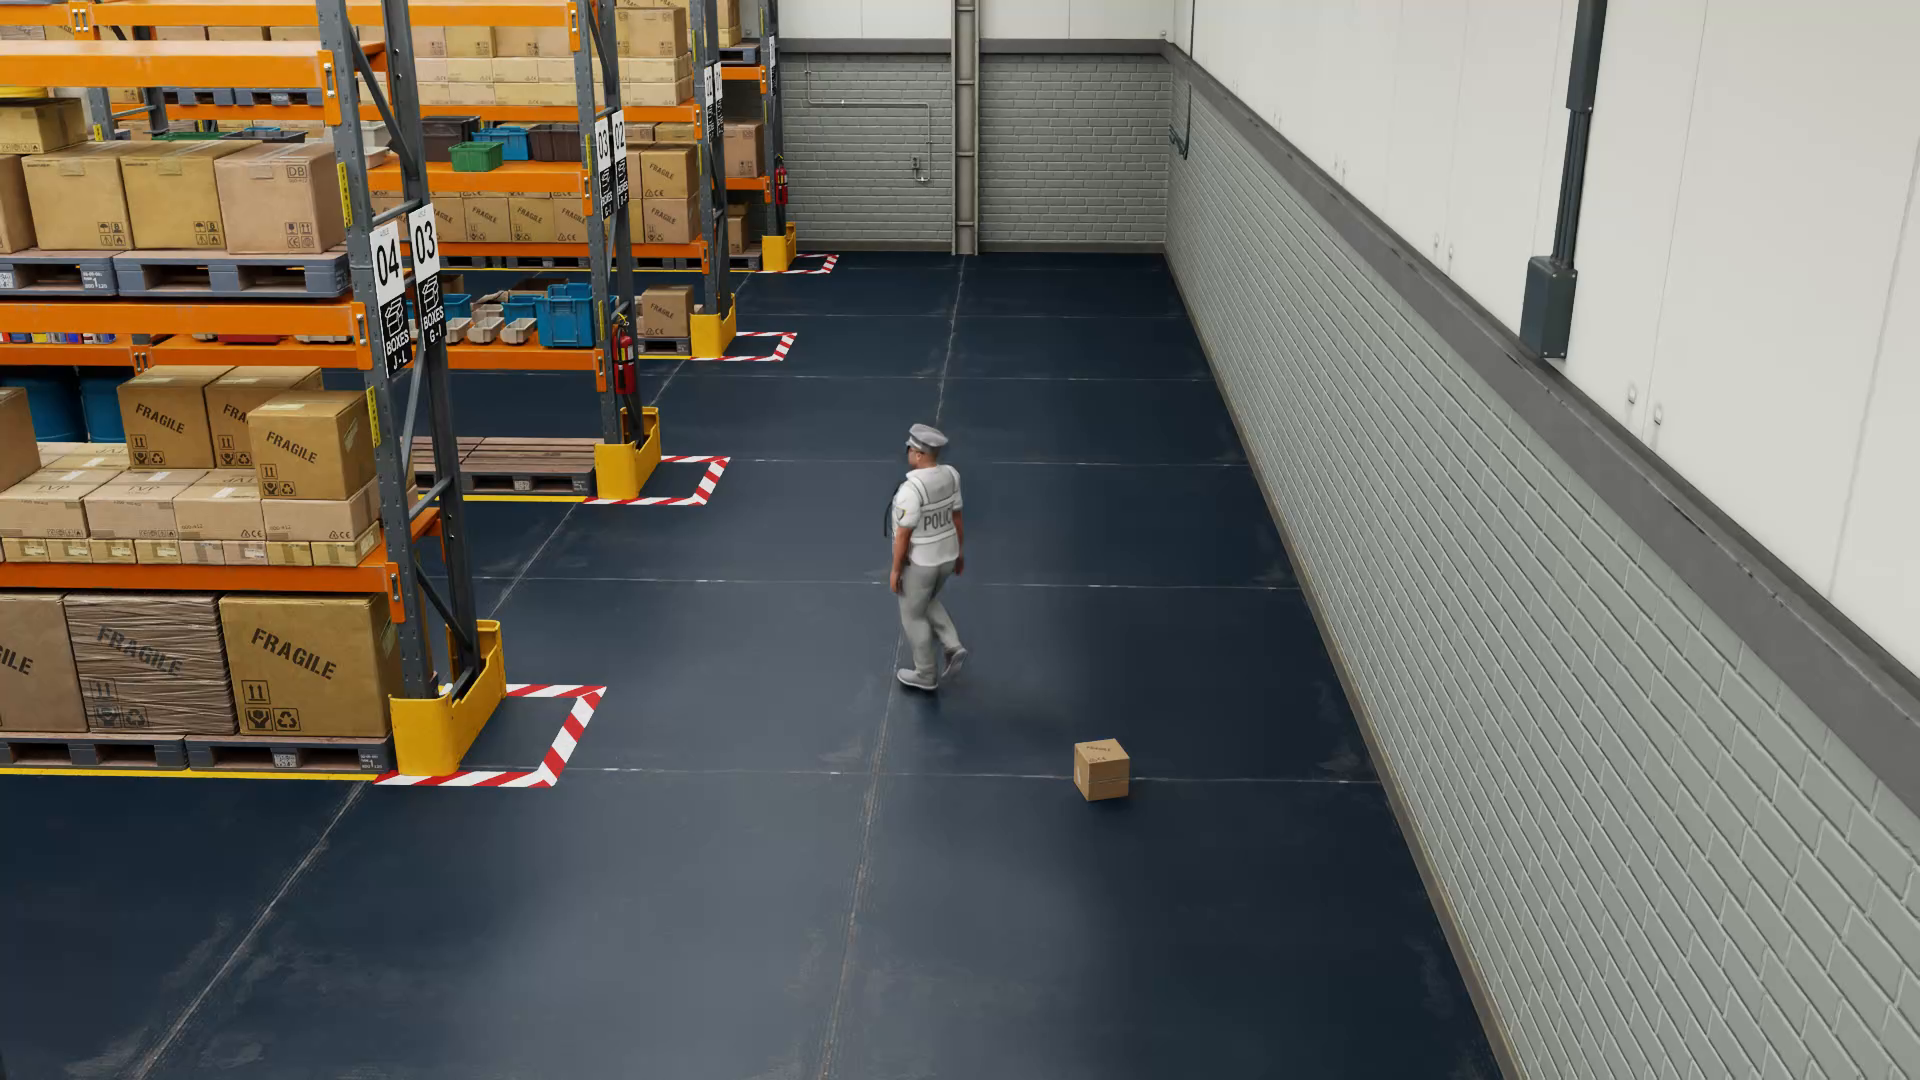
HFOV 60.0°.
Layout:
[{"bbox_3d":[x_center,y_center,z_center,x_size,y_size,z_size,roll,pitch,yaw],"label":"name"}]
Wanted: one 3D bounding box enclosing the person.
[{"bbox_3d":[-0.221,0.117,10.670,0.483,1.782,0.571,15,26,35],"label":"person"}]
